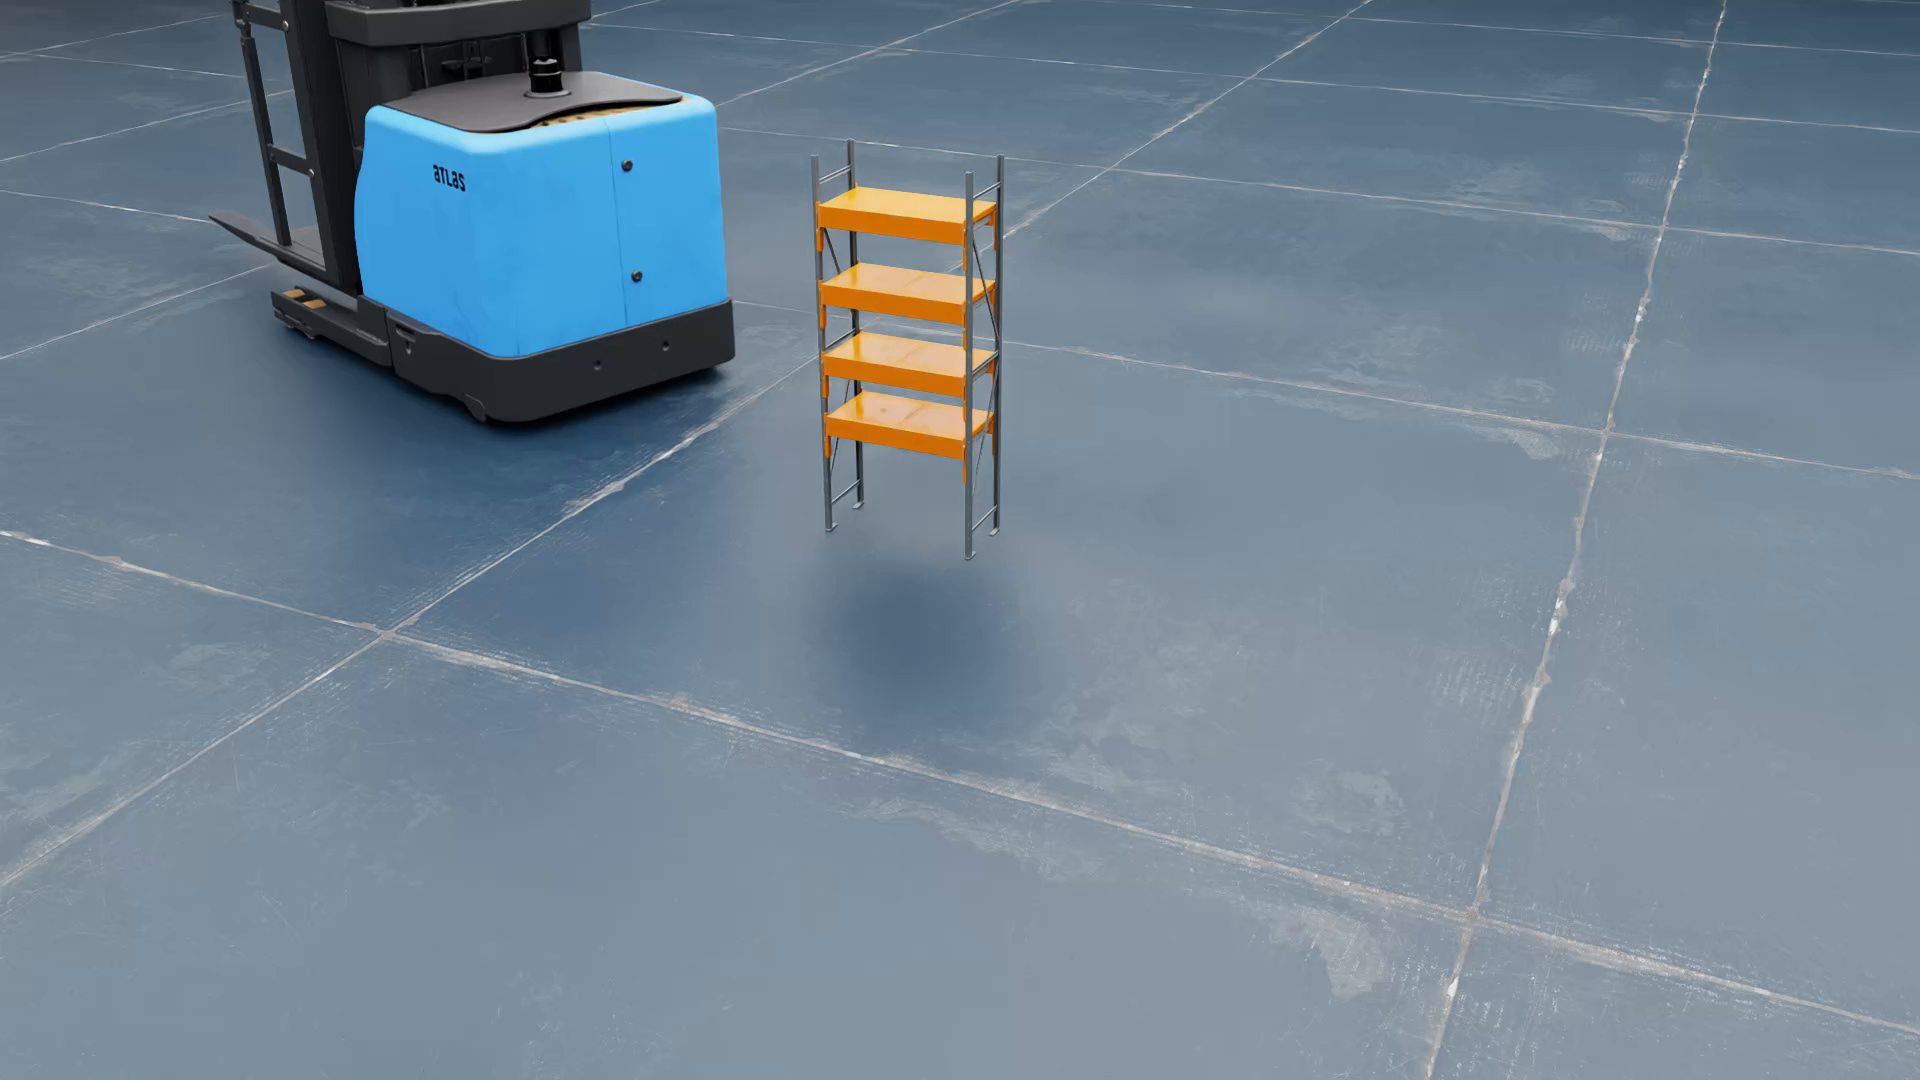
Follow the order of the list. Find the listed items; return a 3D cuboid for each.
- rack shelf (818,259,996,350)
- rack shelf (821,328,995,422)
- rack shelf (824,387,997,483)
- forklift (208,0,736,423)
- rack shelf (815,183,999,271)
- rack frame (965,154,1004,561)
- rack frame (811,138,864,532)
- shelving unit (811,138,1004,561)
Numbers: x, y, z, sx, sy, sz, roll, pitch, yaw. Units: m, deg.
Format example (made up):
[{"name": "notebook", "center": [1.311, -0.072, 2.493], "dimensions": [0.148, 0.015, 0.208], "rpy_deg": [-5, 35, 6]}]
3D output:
[{"name": "rack shelf", "center": [-0.151, -0.709, 4.977], "dimensions": [0.480, 0.148, 0.258], "rpy_deg": [11, 28, 22]}, {"name": "rack shelf", "center": [-0.151, -0.508, 5.076], "dimensions": [0.480, 0.148, 0.258], "rpy_deg": [11, 28, 22]}, {"name": "rack shelf", "center": [-0.151, -0.330, 5.164], "dimensions": [0.480, 0.148, 0.258], "rpy_deg": [11, 28, 22]}, {"name": "forklift", "center": [-2.275, -2.291, 6.586], "dimensions": [1.130, 2.935, 3.031], "rpy_deg": [-23, 35, -39]}, {"name": "rack shelf", "center": [-0.151, -0.921, 4.873], "dimensions": [0.480, 0.148, 0.258], "rpy_deg": [11, 28, 22]}, {"name": "rack frame", "center": [0.071, -0.524, 4.956], "dimensions": [0.015, 1.200, 0.240], "rpy_deg": [11, 28, 22]}, {"name": "rack frame", "center": [-0.373, -0.613, 5.137], "dimensions": [0.015, 1.200, 0.240], "rpy_deg": [11, 28, 22]}, {"name": "shelving unit", "center": [-0.151, -0.569, 5.046], "dimensions": [0.503, 1.200, 0.258], "rpy_deg": [11, 28, 22]}]
